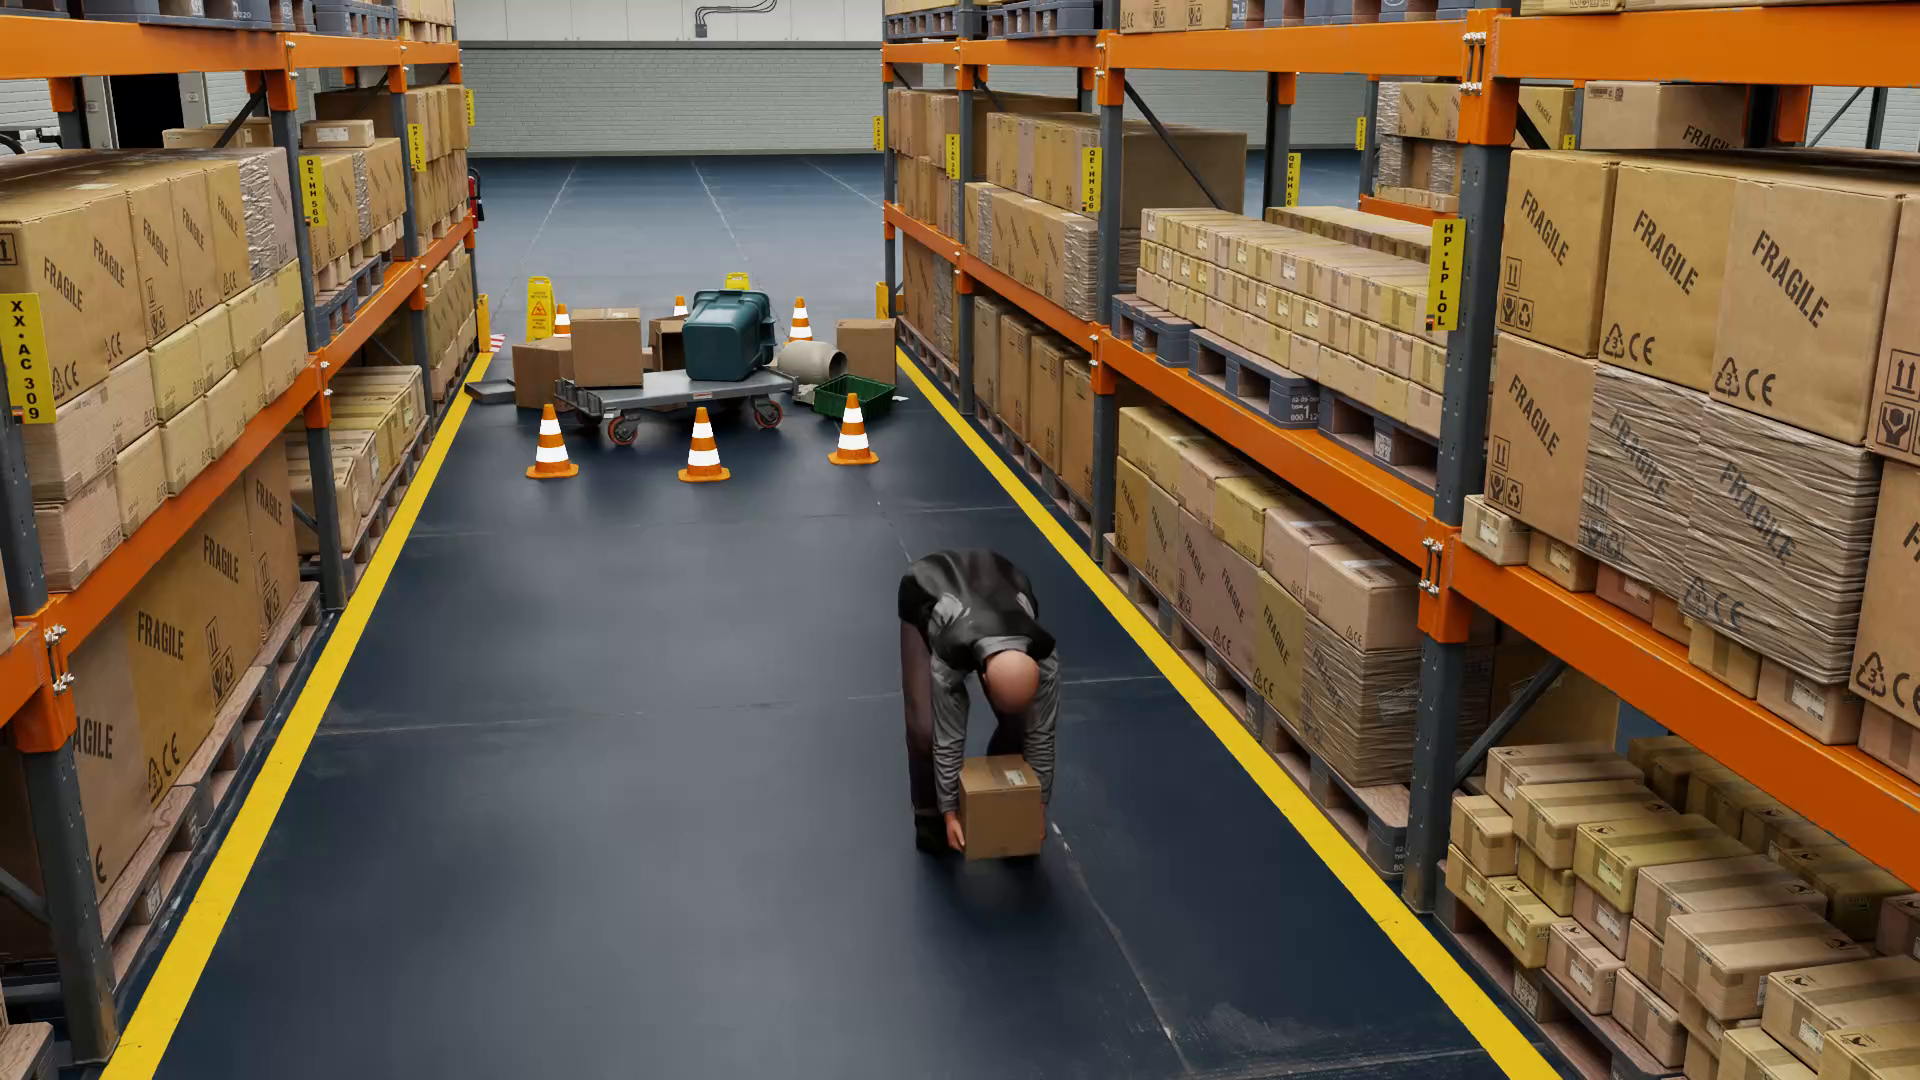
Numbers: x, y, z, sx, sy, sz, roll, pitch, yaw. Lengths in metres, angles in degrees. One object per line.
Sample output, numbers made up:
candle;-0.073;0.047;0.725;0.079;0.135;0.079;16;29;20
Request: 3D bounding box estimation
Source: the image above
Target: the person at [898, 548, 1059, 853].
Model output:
person;0.068;0.603;5.684;0.475;1.065;0.957;-4;17;-13
